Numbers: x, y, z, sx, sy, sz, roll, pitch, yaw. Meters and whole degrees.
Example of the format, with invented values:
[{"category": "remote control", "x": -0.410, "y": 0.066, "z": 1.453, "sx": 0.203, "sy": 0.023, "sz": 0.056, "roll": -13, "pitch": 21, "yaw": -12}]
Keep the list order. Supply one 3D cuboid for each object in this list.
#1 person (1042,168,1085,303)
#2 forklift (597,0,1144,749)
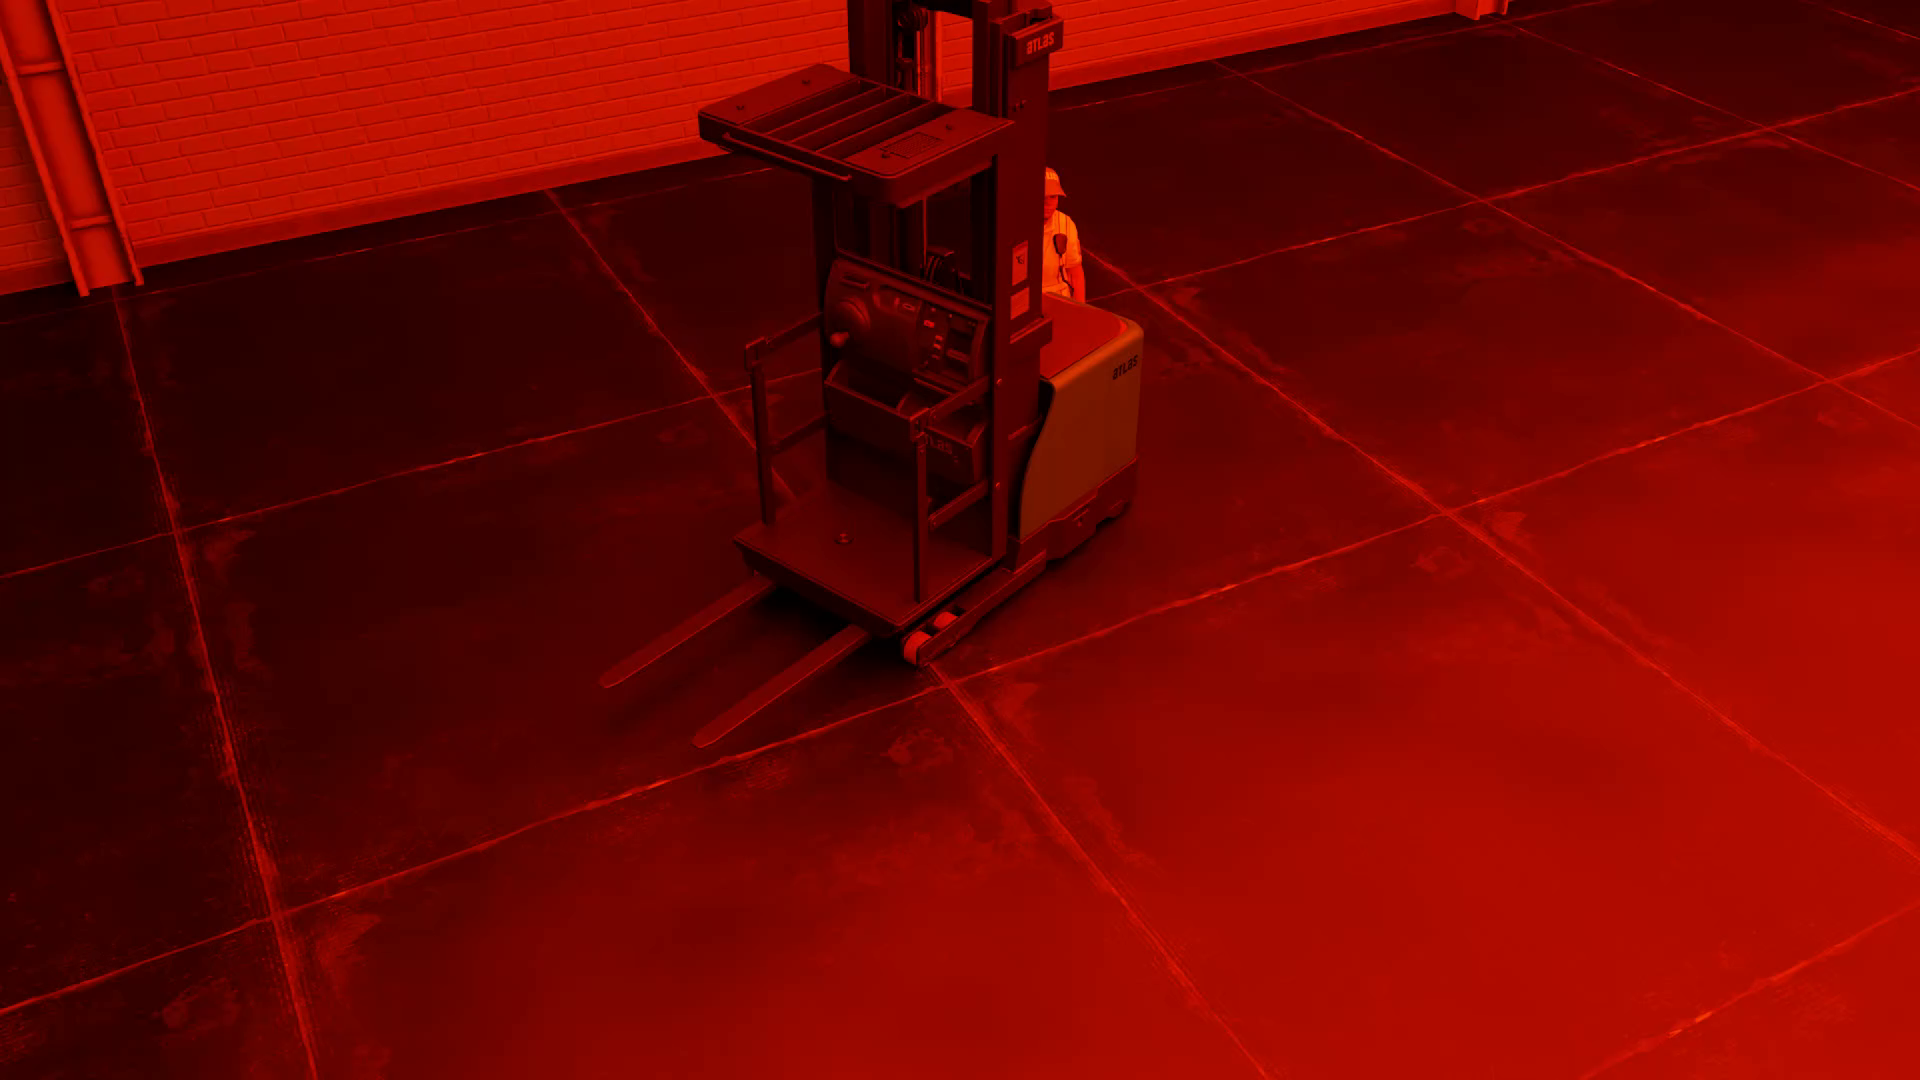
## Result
[{"category": "person", "x": 0.379, "y": -1.134, "z": 8.810, "sx": 0.598, "sy": 1.670, "sz": 0.529, "roll": -4, "pitch": 35, "yaw": -6}, {"category": "forklift", "x": -0.390, "y": -0.927, "z": 7.434, "sx": 1.130, "sy": 2.935, "sz": 3.031, "roll": 26, "pitch": 43, "yaw": 31}]
